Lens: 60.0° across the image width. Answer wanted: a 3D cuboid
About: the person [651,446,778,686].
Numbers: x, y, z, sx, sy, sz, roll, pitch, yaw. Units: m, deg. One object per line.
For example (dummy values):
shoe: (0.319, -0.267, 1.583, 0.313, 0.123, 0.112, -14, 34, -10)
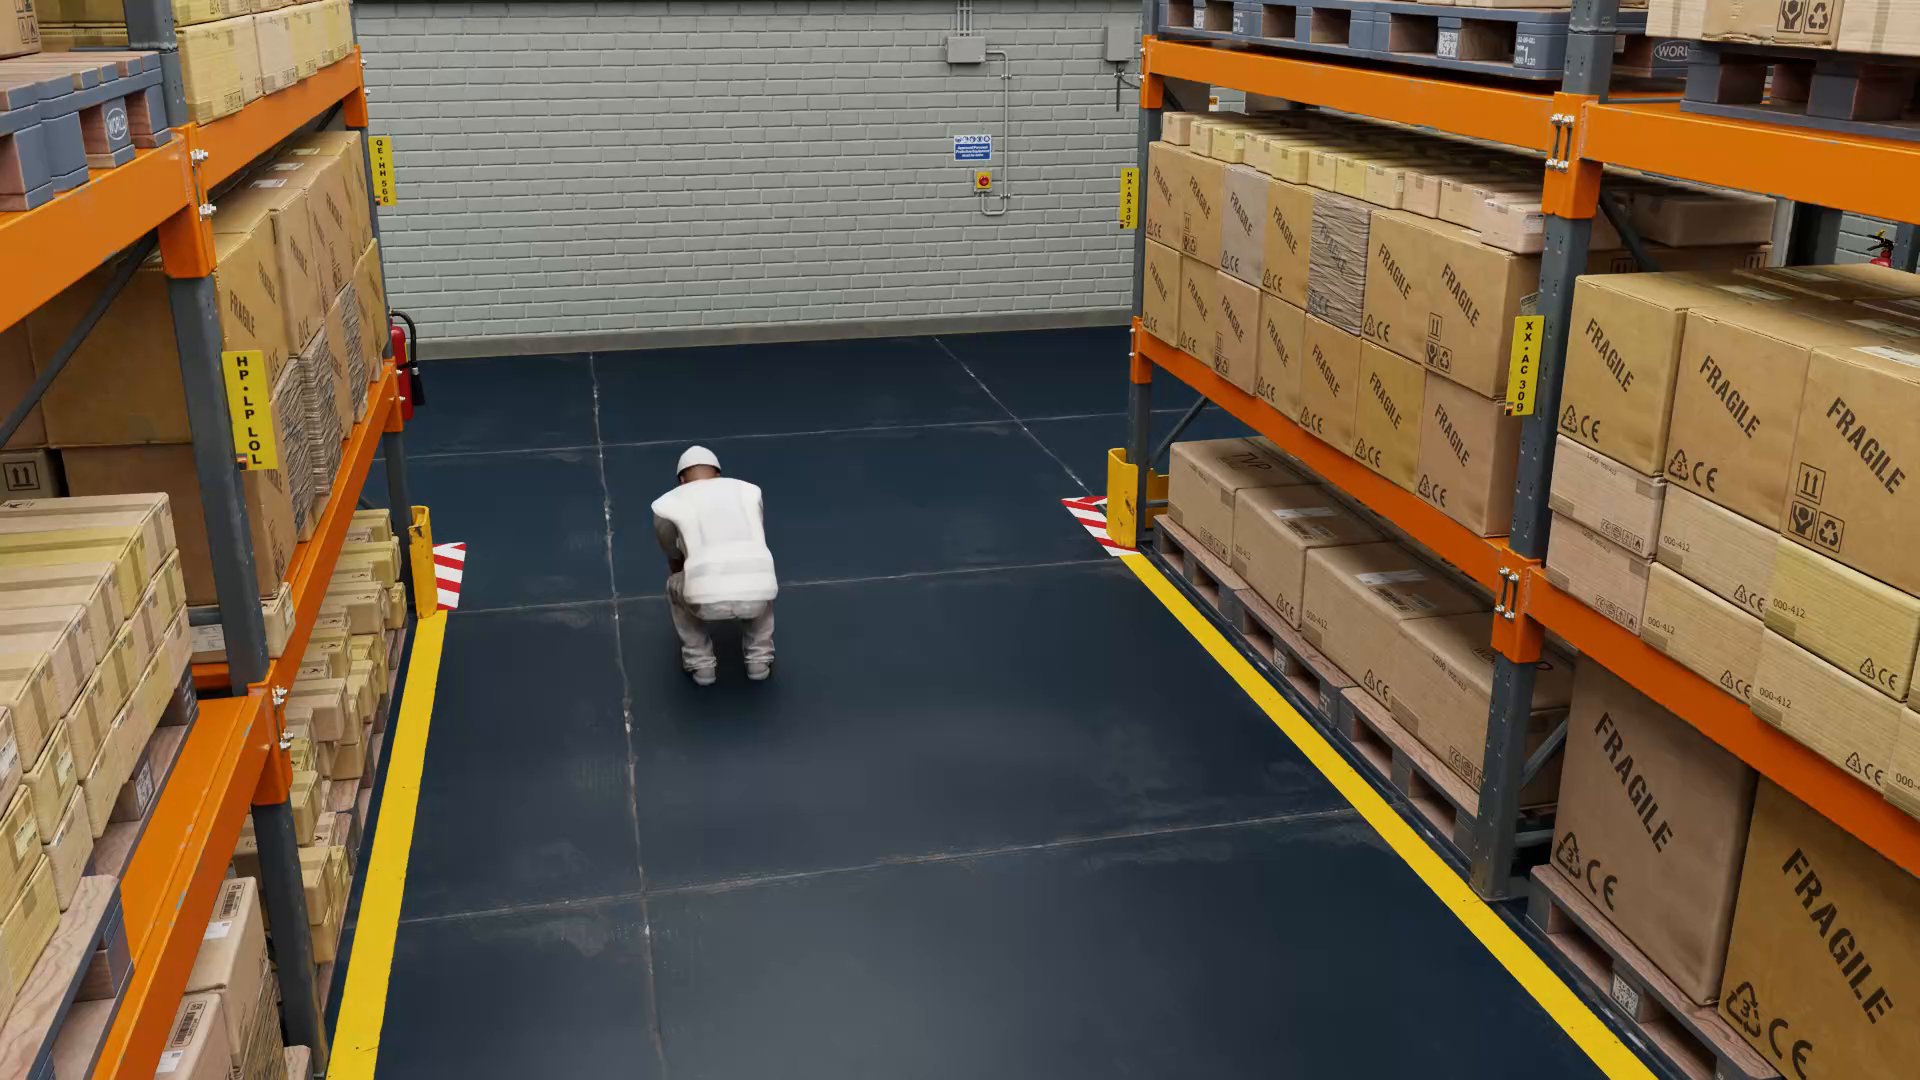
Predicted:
person: (-1.161, 0.116, 7.901, 0.561, 1.000, 0.926, -5, 20, -14)
